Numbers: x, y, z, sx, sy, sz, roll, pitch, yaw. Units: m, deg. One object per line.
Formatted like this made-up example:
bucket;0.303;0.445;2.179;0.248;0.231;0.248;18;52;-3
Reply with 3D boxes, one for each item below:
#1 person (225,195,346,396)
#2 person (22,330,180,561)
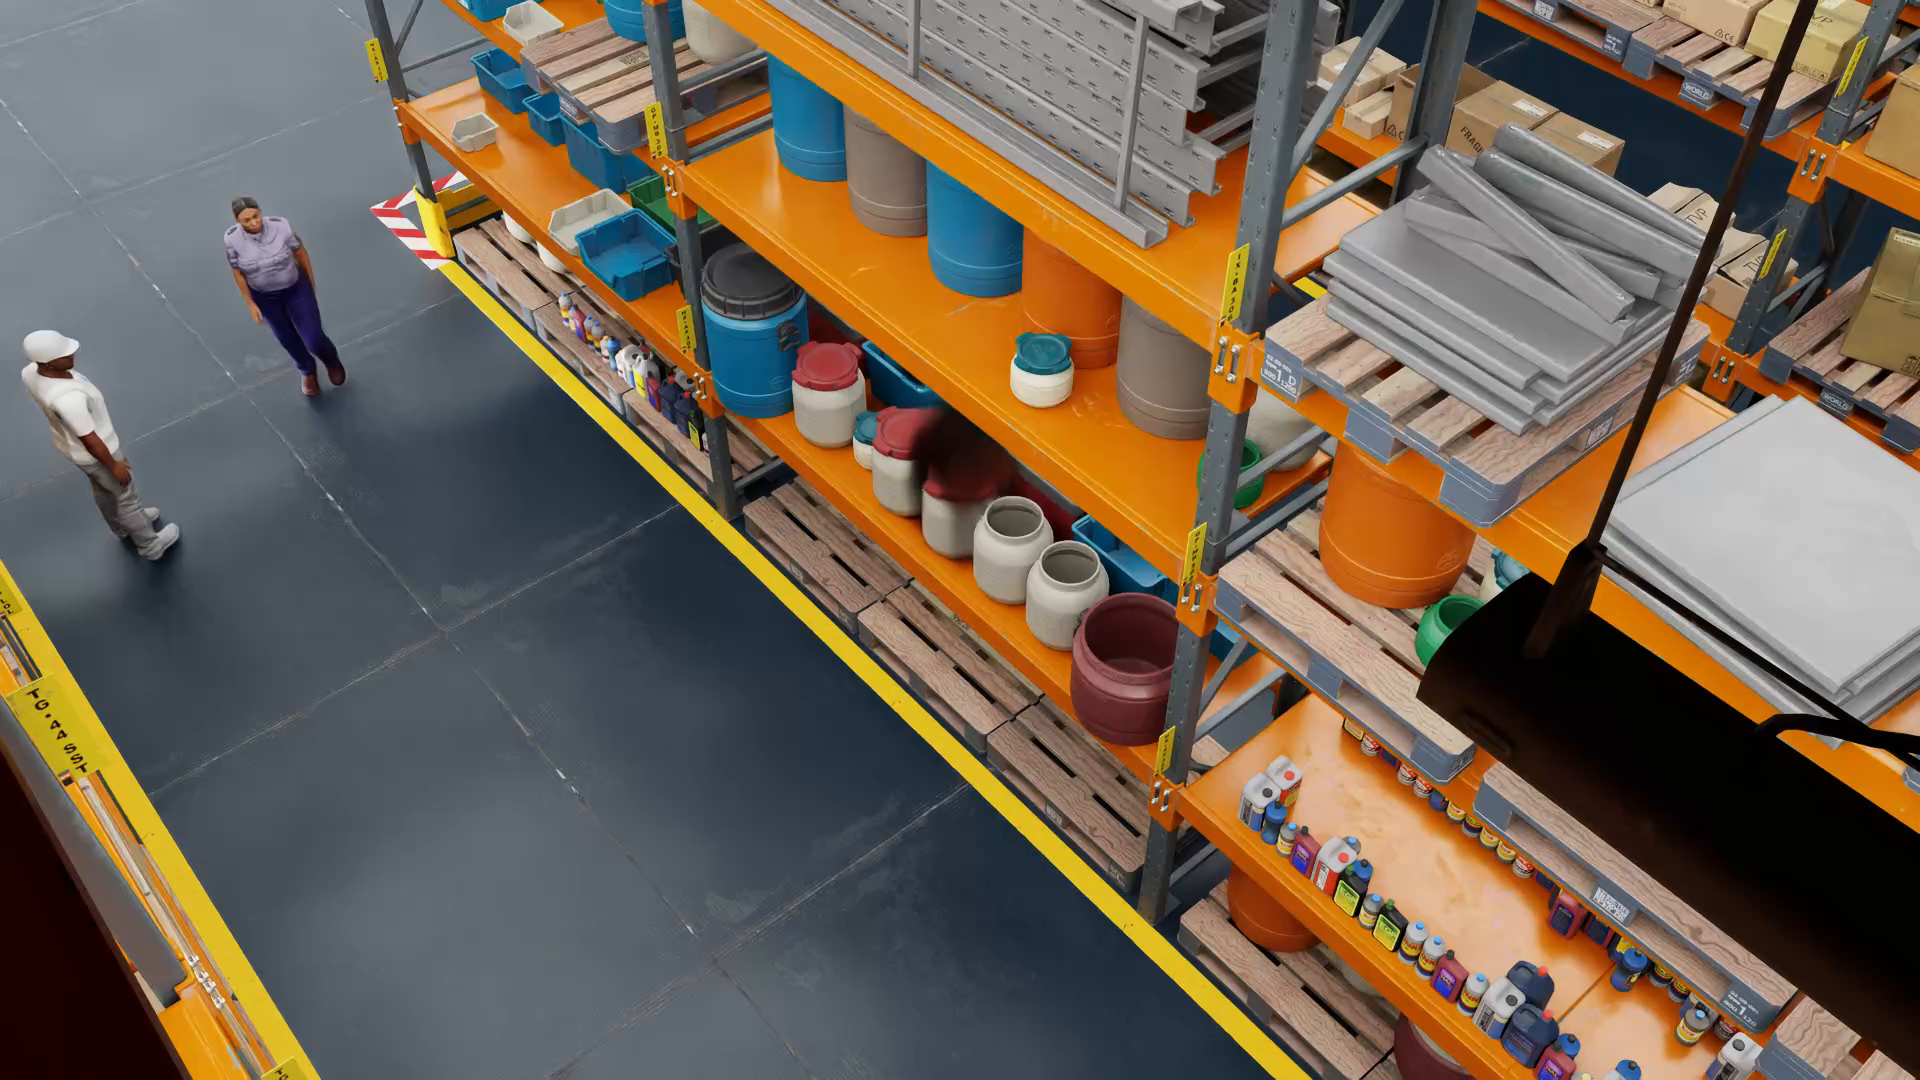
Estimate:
person;-4.666;-1.657;11.427;0.479;1.655;0.425;-7;47;-6
person;-5.358;-0.597;10.321;0.613;1.770;0.404;32;54;27
